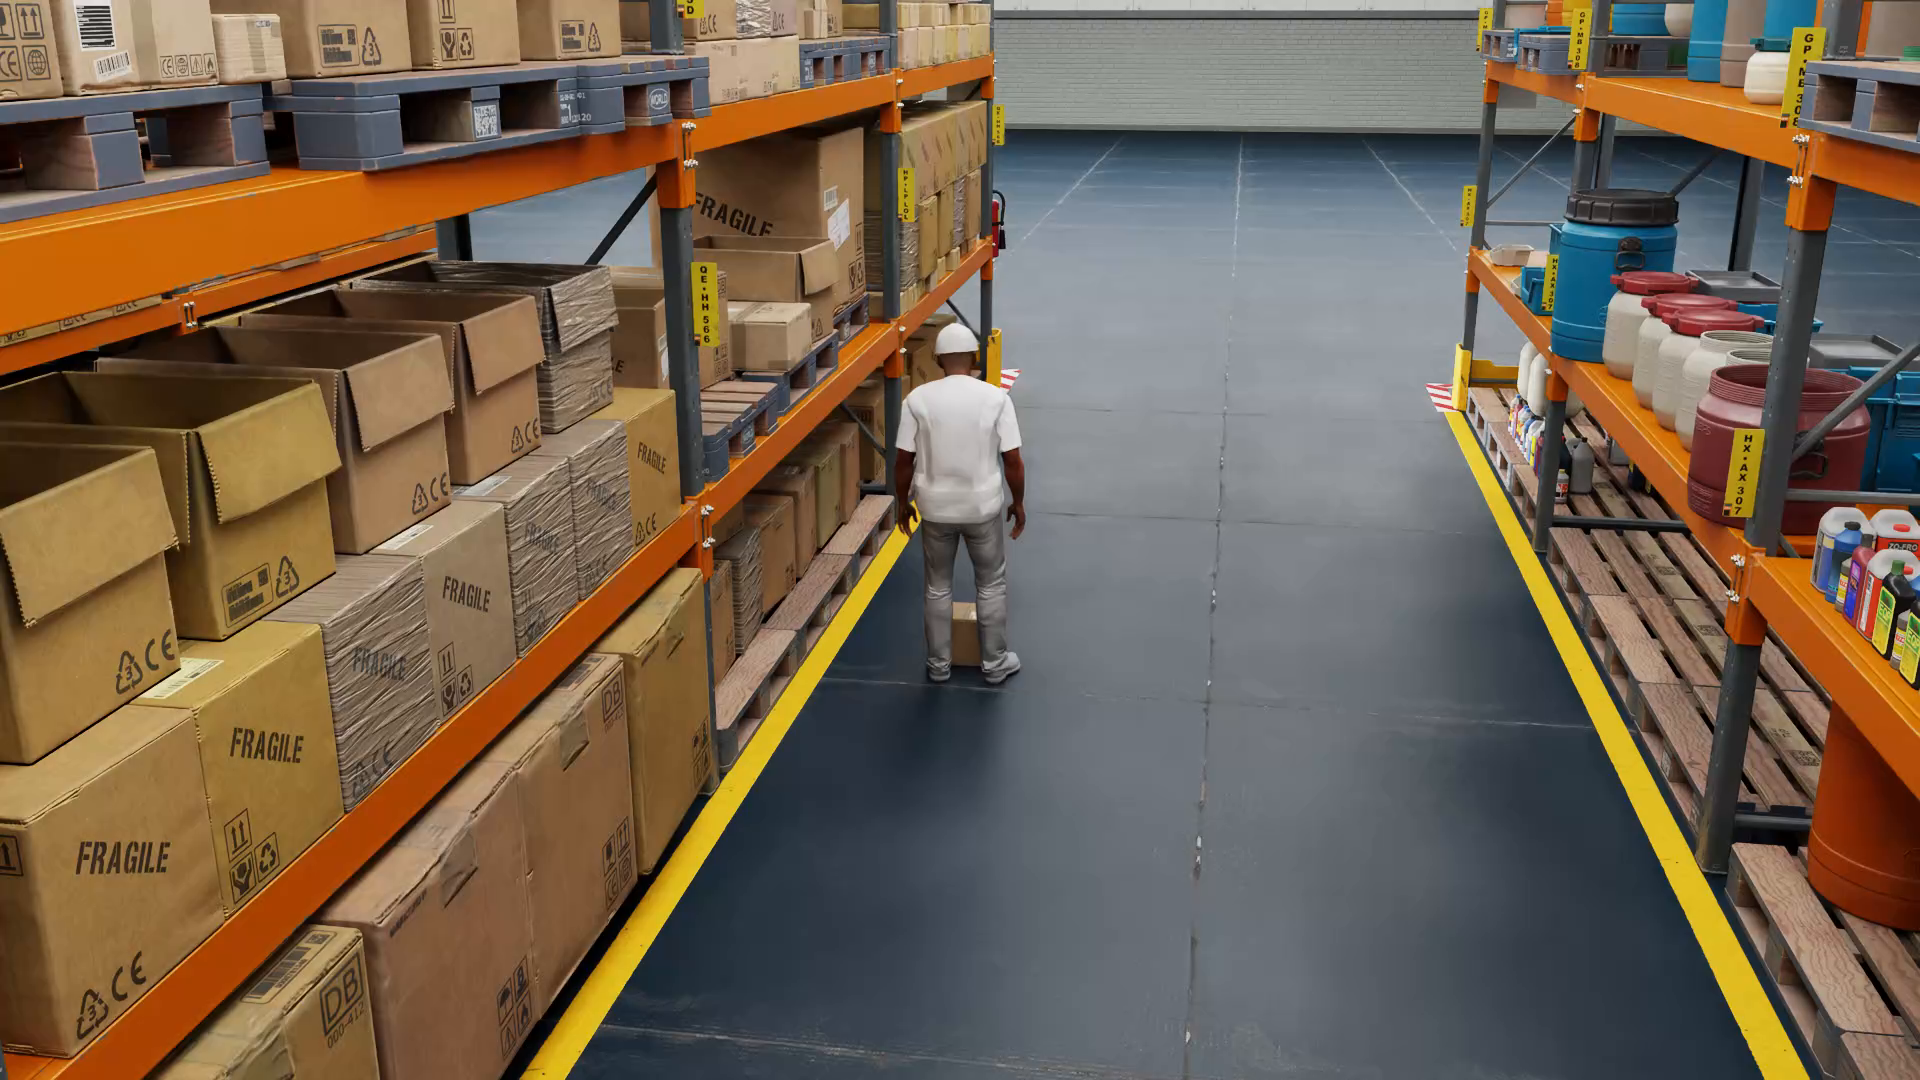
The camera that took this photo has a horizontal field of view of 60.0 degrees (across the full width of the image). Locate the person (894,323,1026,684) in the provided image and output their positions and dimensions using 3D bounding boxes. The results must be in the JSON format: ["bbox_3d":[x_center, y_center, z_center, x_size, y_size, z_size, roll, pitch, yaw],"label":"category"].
[{"bbox_3d":[0.003,-0.168,8.050,0.630,1.758,0.460,2,18,6],"label":"person"}]
